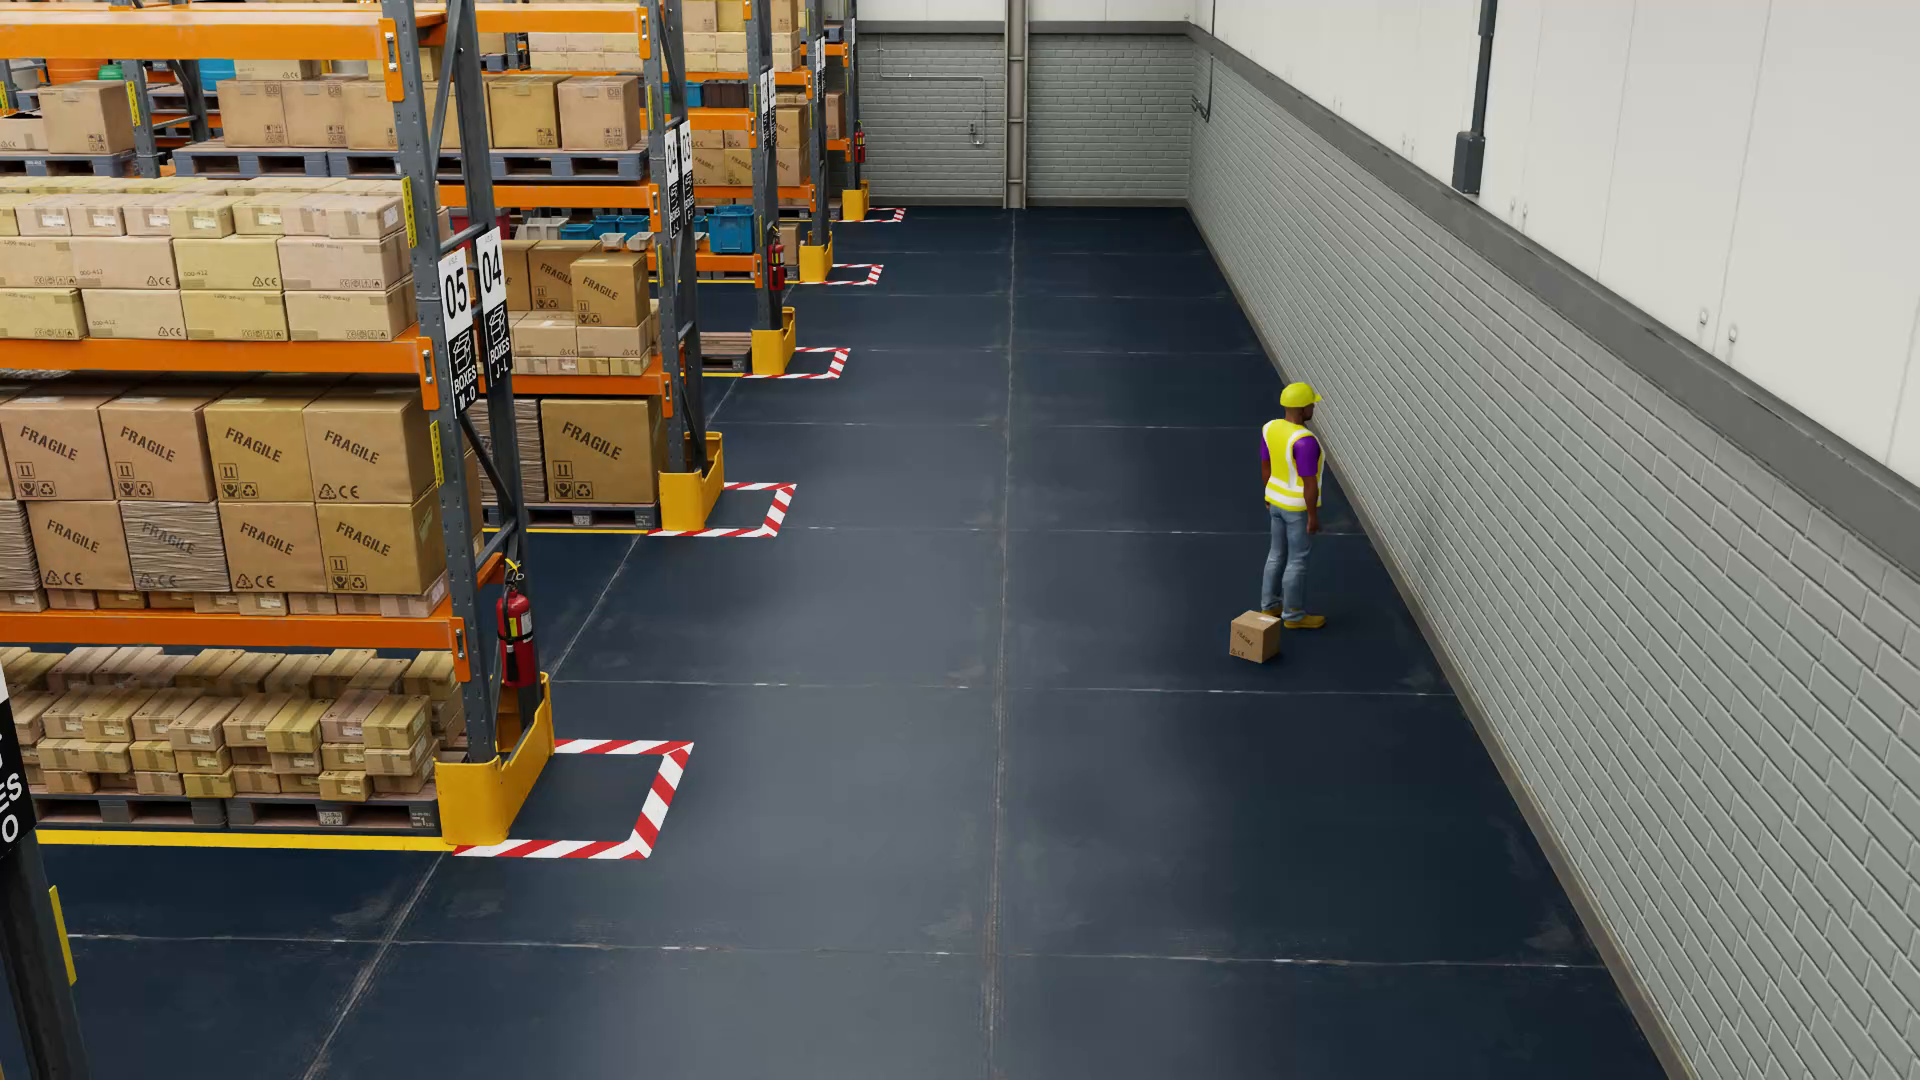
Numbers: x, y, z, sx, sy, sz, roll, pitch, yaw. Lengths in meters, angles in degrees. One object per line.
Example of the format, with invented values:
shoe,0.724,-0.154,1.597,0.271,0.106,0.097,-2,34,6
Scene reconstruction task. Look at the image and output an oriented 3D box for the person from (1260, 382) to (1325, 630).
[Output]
person,2.360,-0.253,11.713,0.390,1.771,0.564,-9,23,-23
